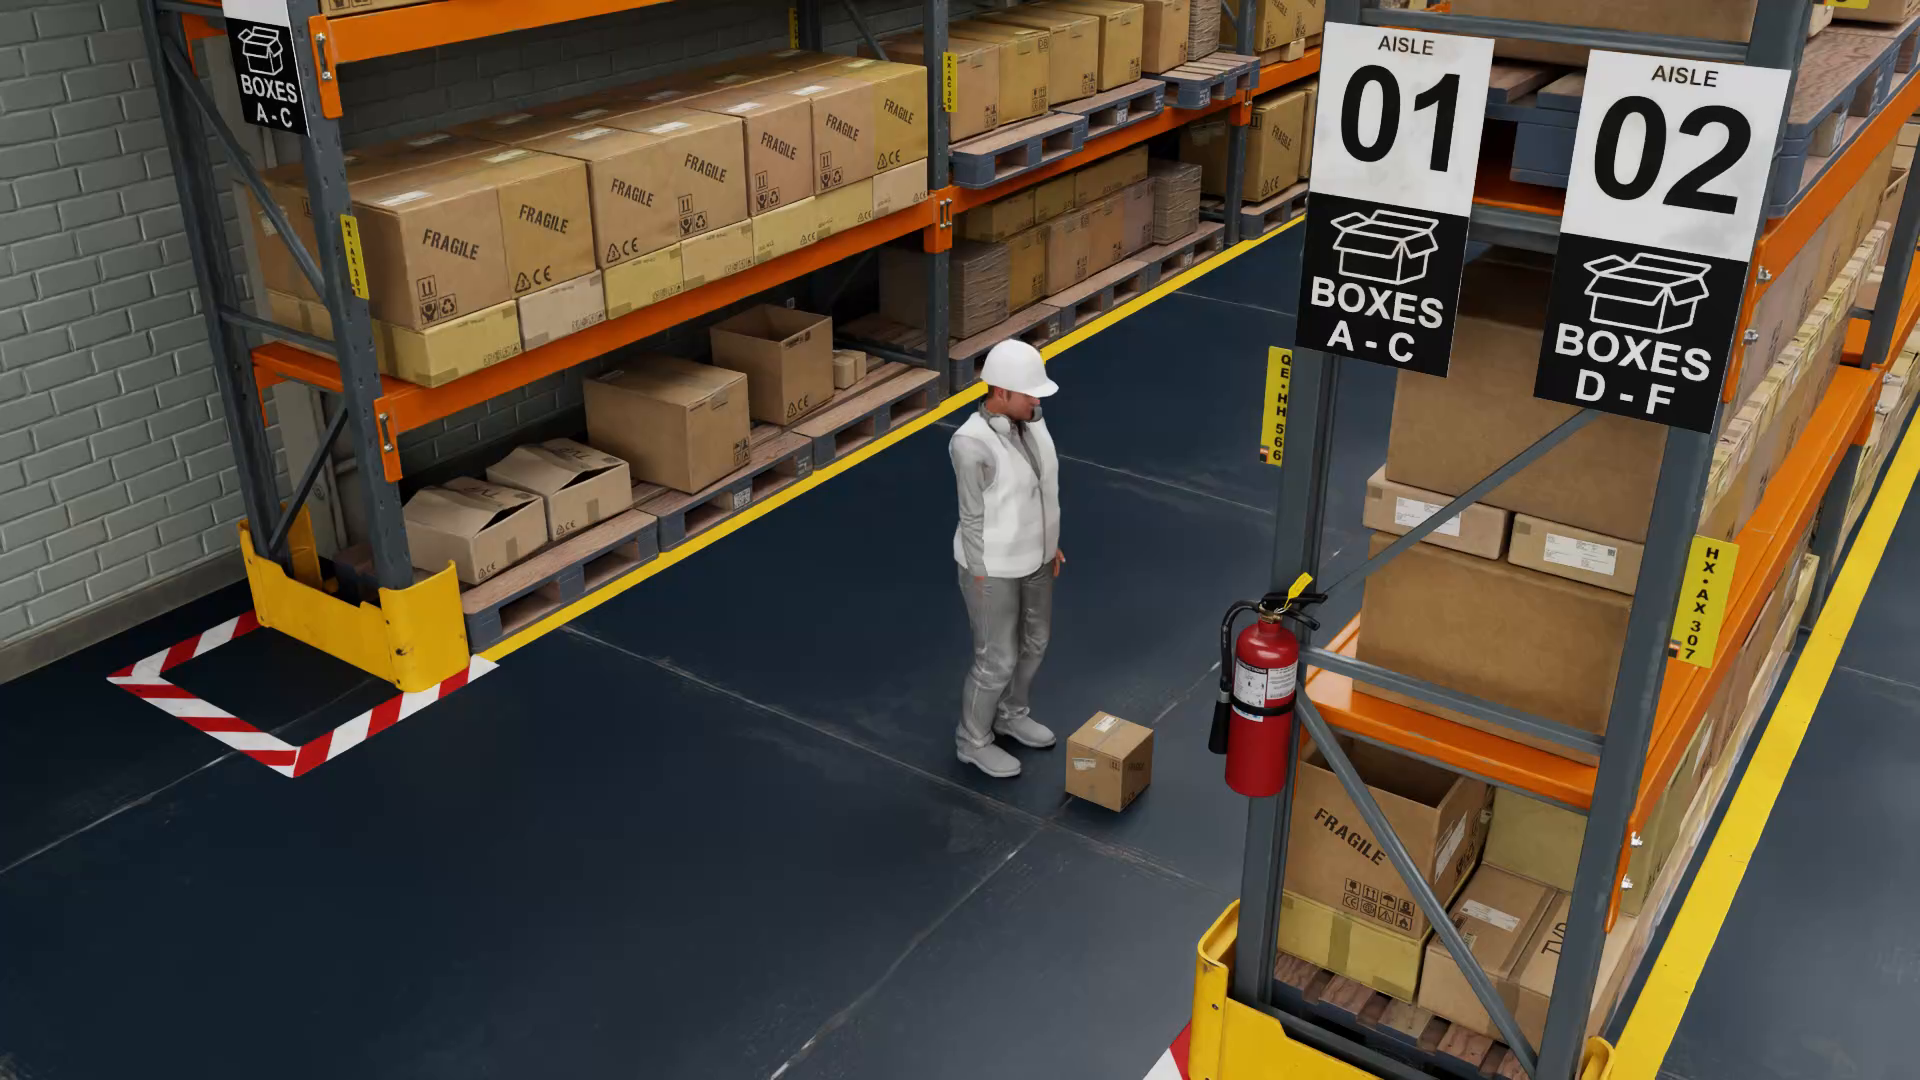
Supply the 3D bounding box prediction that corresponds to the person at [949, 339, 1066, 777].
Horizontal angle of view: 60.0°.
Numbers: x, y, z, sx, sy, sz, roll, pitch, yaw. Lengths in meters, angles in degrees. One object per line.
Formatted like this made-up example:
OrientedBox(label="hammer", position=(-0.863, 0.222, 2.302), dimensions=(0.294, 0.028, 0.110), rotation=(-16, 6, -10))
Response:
OrientedBox(label="person", position=(0.193, 0.061, 6.479), dimensions=(0.357, 1.764, 0.533), rotation=(18, 32, 31))
